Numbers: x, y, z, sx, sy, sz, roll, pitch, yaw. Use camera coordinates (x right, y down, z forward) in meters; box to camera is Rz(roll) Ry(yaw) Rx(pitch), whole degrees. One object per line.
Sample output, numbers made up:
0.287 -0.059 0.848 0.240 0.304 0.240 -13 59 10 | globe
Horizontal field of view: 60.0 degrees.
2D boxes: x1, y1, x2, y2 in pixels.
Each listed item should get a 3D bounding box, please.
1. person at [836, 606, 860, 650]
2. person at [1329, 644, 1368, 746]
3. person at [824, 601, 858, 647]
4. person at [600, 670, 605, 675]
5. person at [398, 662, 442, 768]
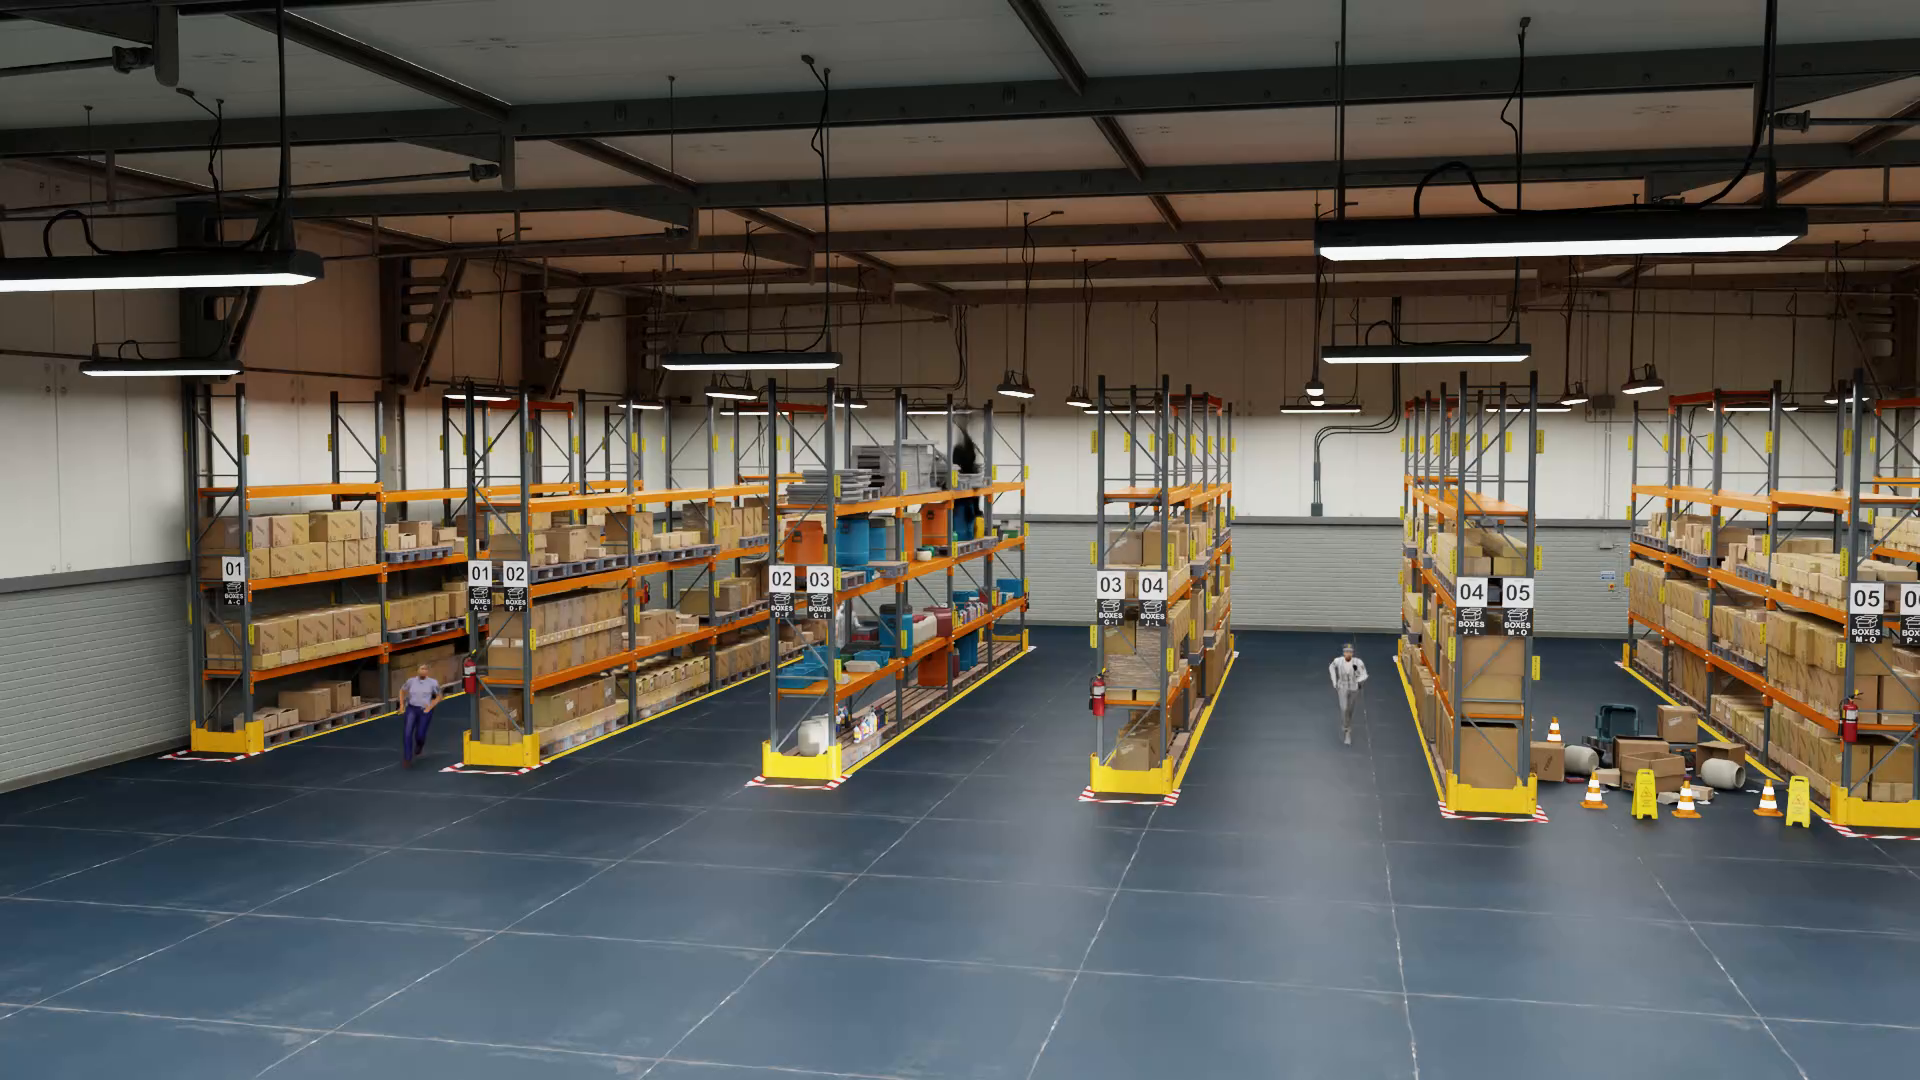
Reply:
-2.247 2.070 33.464 0.549 1.594 0.882 0 3 8 | person
6.577 2.569 28.181 0.617 1.684 1.056 0 3 7 | person
-2.478 1.973 34.062 0.672 1.784 0.700 1 3 15 | person
-7.702 2.070 35.794 0.711 1.735 0.850 0 3 0 | person
-8.485 2.734 26.150 0.655 1.610 0.708 -1 3 -11 | person
